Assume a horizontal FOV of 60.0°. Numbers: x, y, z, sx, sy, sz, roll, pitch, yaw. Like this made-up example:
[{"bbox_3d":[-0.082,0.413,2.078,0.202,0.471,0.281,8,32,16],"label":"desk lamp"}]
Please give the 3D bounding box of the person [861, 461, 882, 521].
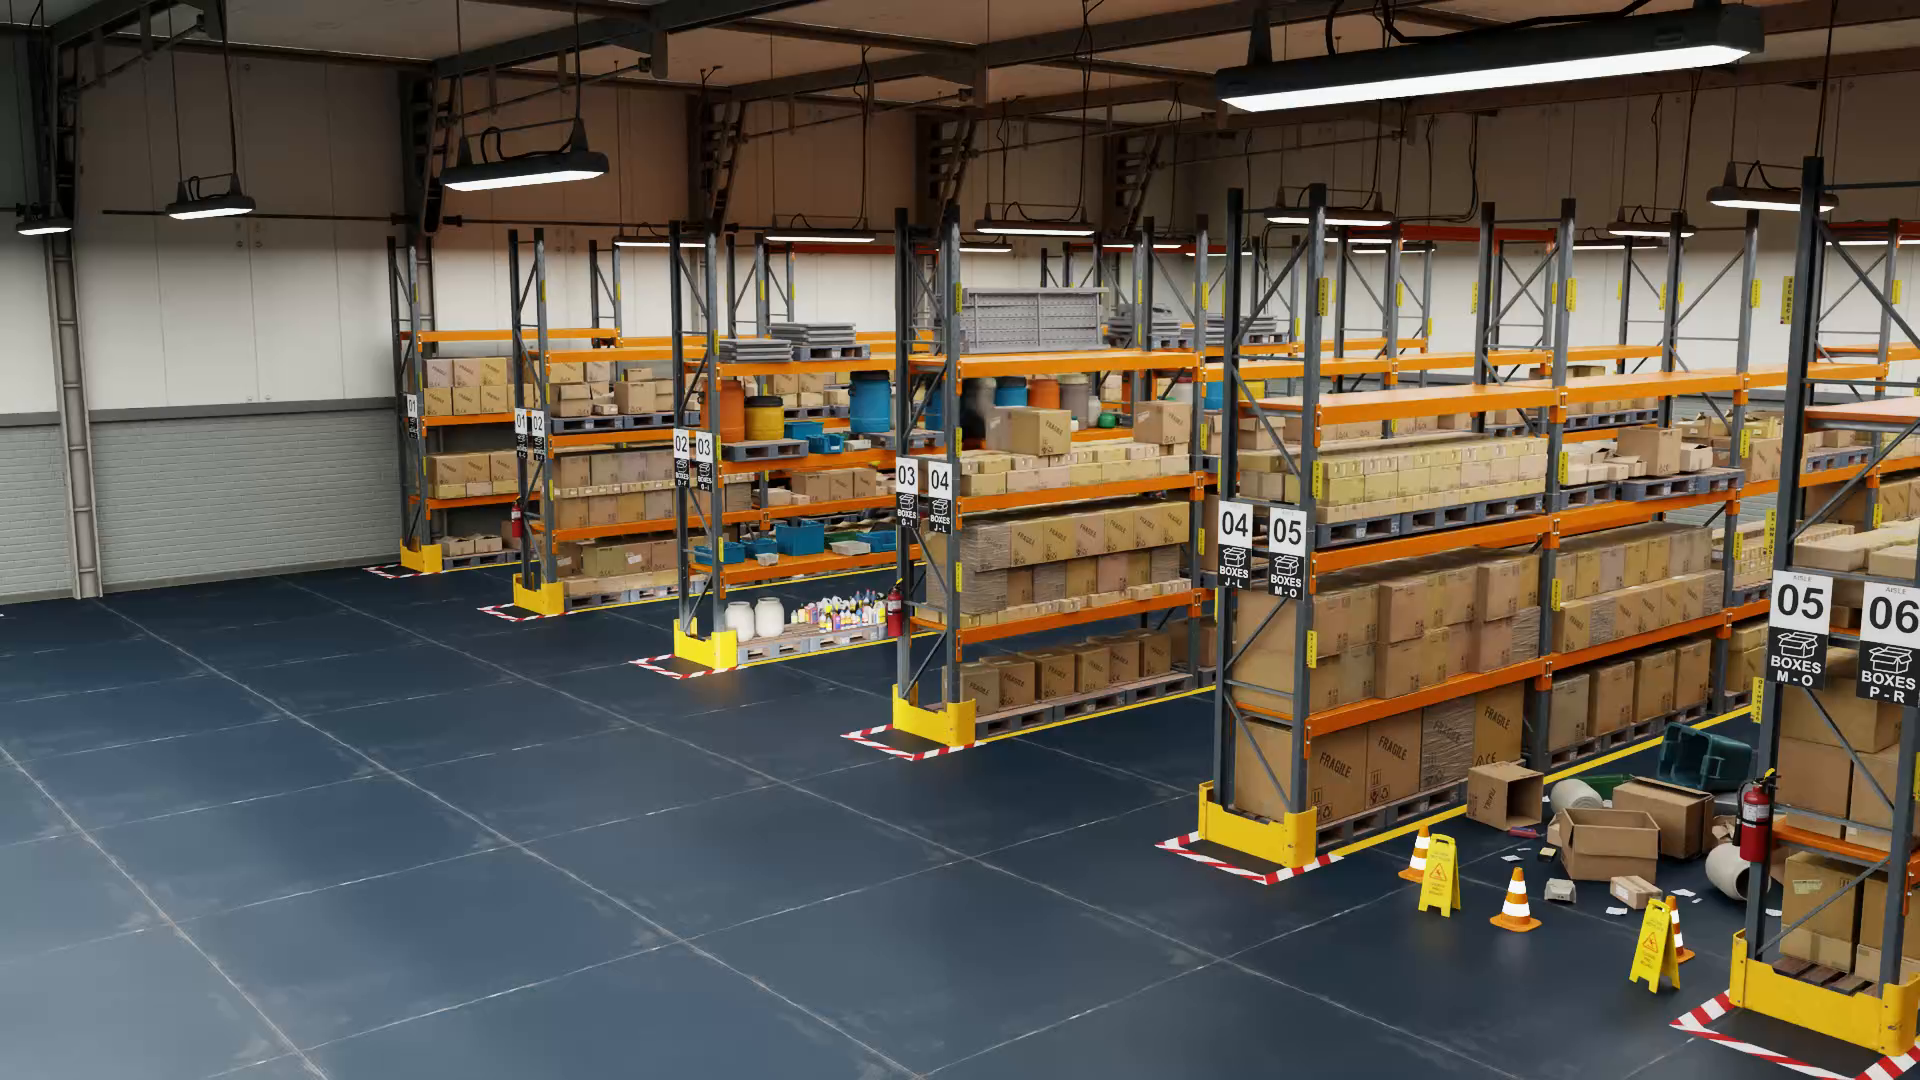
[{"bbox_3d":[-1.714,-0.766,33.144,0.598,1.726,0.702,-7,11,-37],"label":"person"}]
